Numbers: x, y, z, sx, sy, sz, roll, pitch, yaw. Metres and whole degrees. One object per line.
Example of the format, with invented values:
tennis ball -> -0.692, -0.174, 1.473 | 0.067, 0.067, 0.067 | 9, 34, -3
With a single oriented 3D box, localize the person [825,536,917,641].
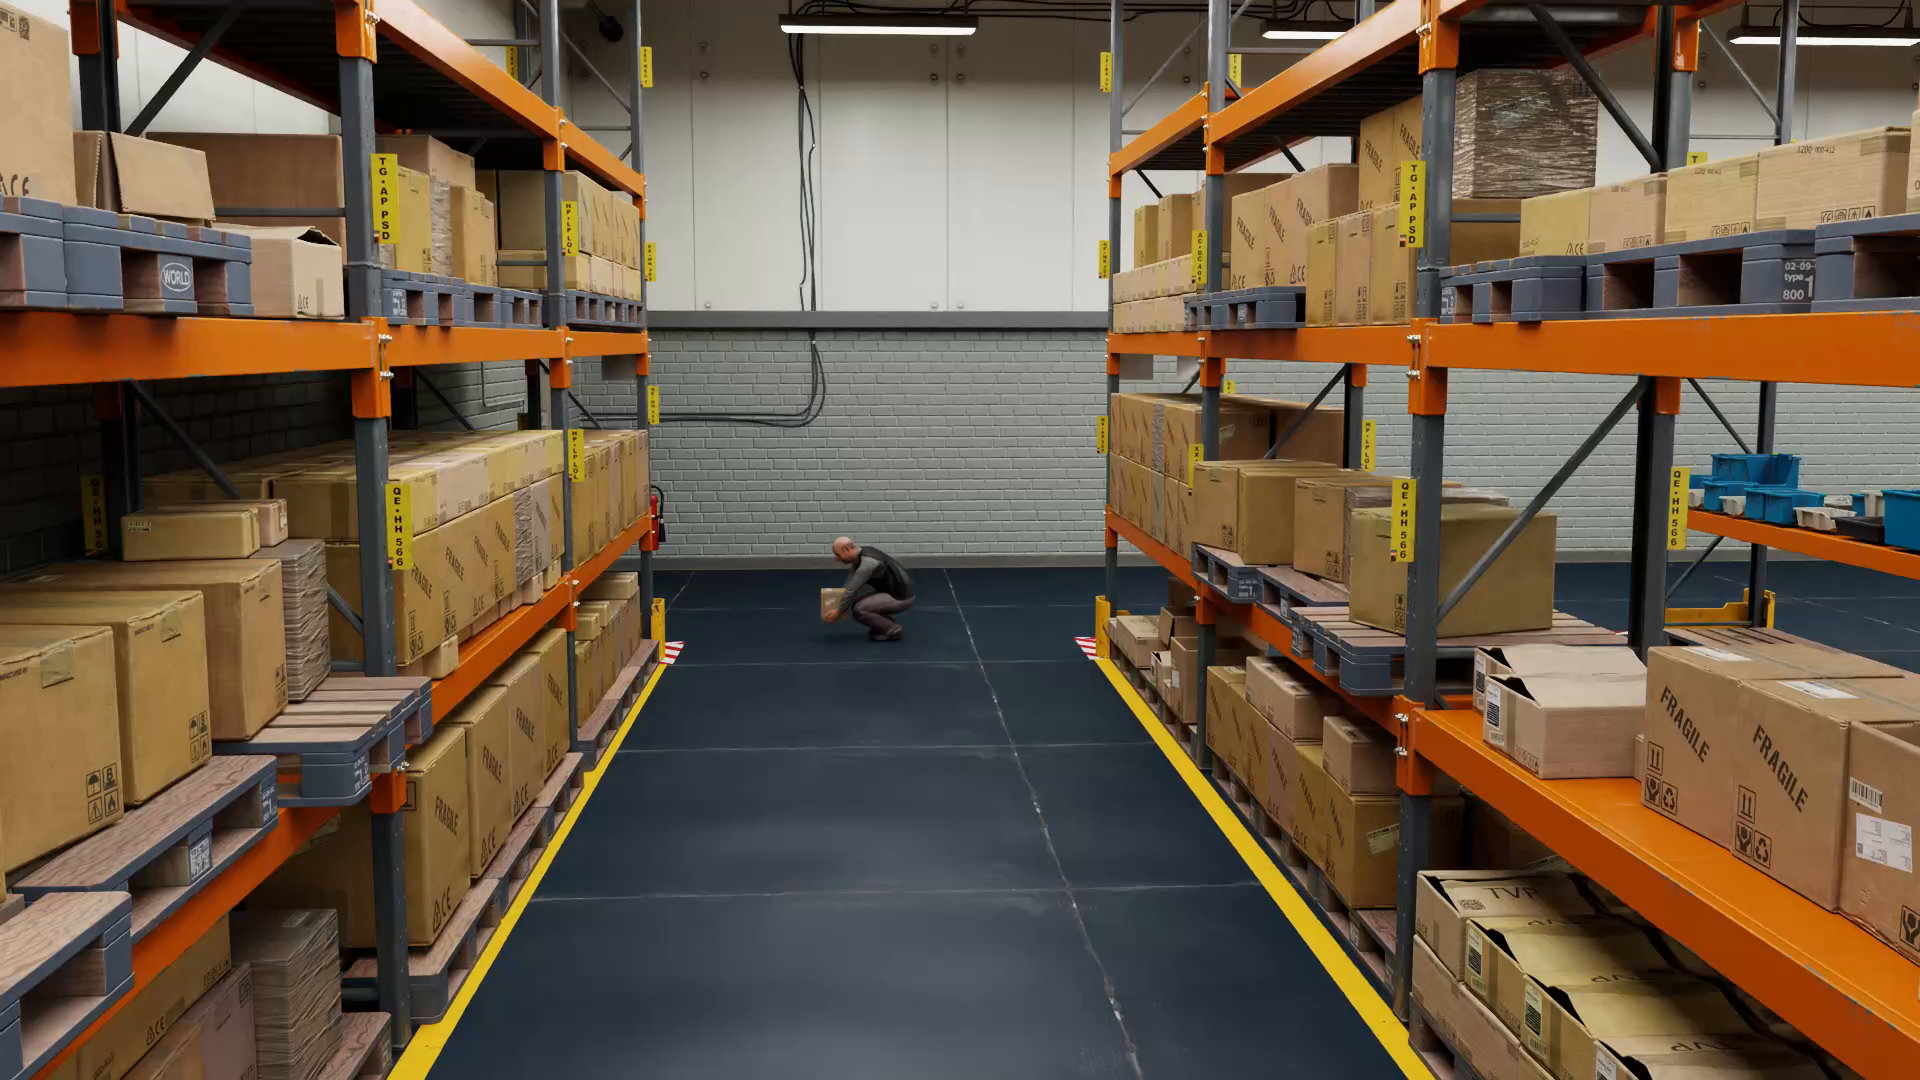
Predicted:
person -> -0.826, 0.438, 15.406 | 0.857, 0.969, 0.529 | 0, 7, -4
